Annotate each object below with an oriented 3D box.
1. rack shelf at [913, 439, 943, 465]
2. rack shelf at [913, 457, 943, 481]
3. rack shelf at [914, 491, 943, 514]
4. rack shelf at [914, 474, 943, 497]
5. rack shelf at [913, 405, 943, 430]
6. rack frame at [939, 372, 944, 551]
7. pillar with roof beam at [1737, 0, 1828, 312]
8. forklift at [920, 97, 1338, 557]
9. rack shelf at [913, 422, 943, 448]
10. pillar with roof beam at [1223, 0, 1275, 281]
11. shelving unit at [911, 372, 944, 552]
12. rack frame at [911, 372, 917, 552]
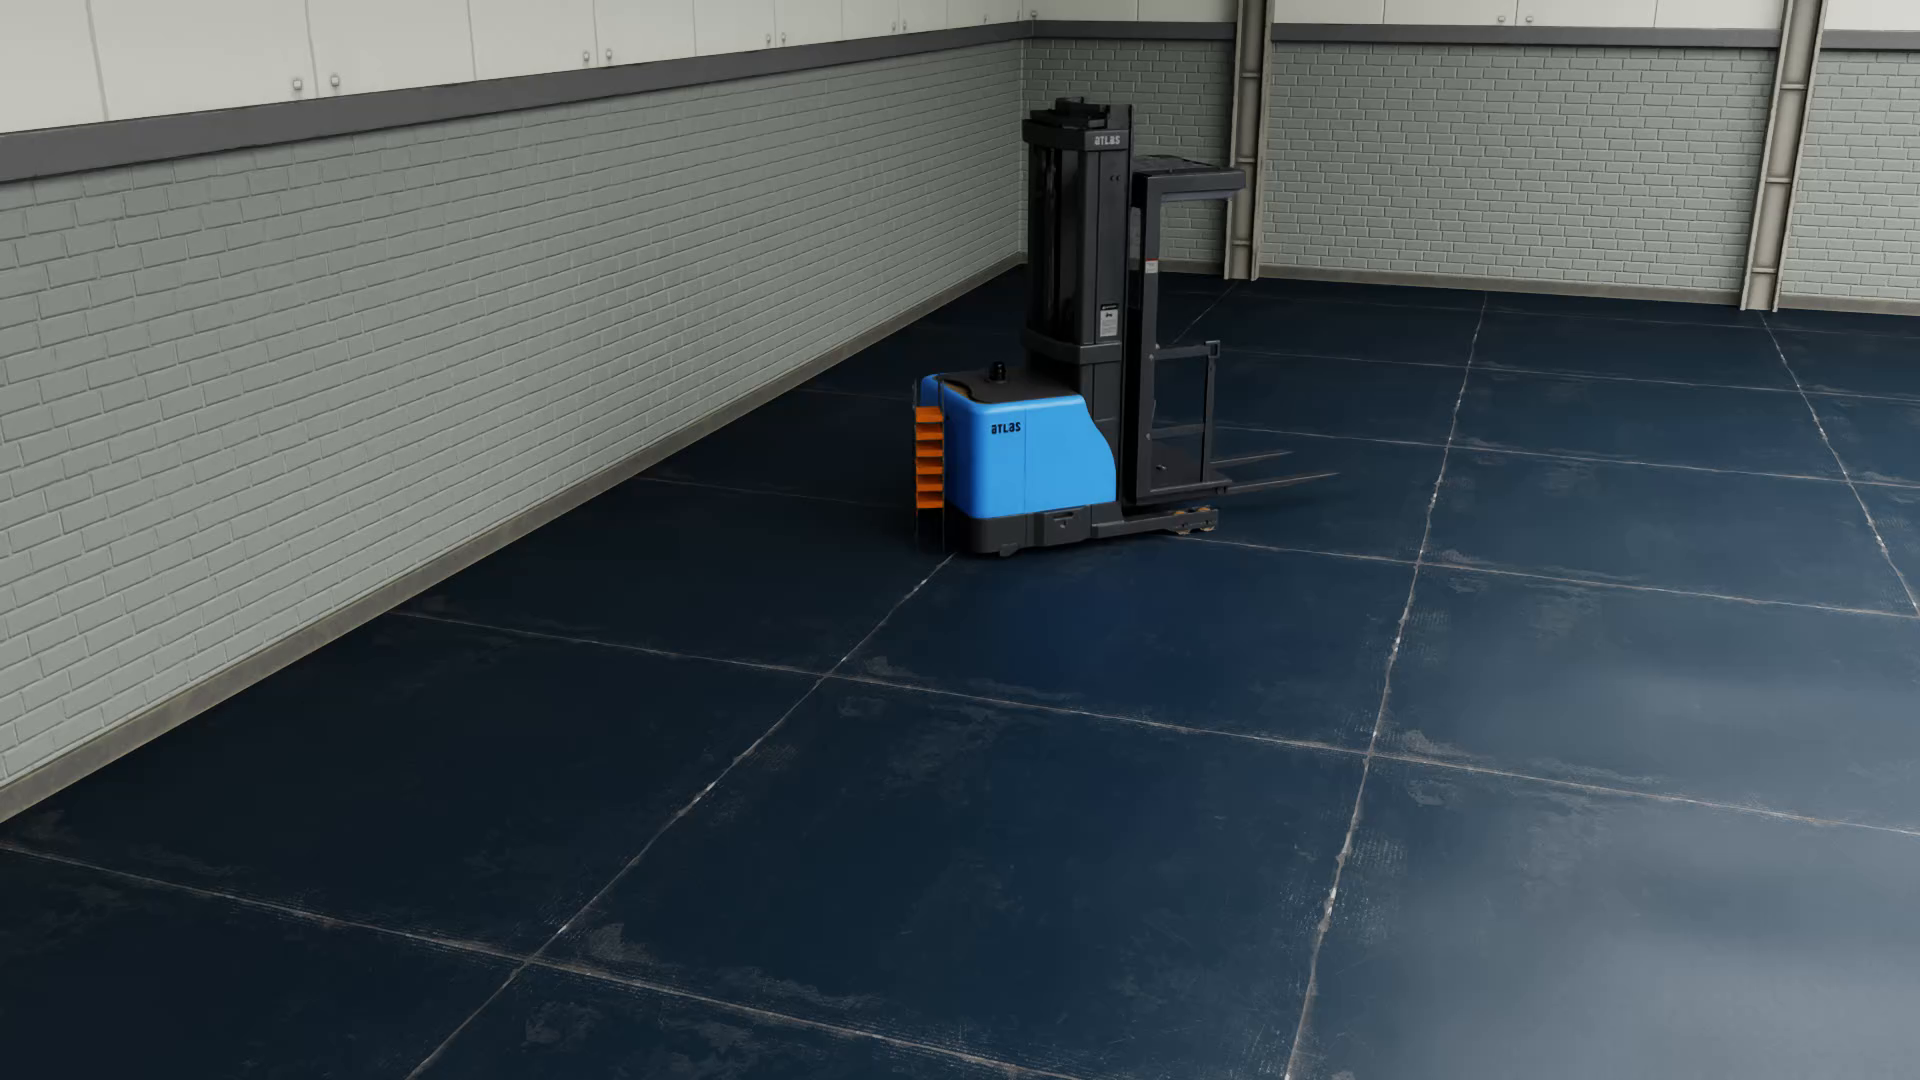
[{"bbox_3d":[-0.217,-0.595,11.230,0.180,0.103,0.258,-2,19,-7],"label":"rack shelf"},{"bbox_3d":[-0.217,-0.482,11.270,0.180,0.103,0.258,-2,19,-7],"label":"rack shelf"},{"bbox_3d":[-0.217,-0.255,11.349,0.180,0.103,0.258,-2,19,-7],"label":"rack shelf"},{"bbox_3d":[-0.217,-0.368,11.309,0.180,0.103,0.258,-2,19,-7],"label":"rack shelf"},{"bbox_3d":[-0.217,-0.822,11.151,0.180,0.103,0.258,-2,19,-7],"label":"rack shelf"},{"bbox_3d":[-0.127,-0.527,11.266,0.006,1.200,0.240,-2,19,-7],"label":"rack frame"},{"bbox_3d":[7.830,-5.596,13.959,0.400,9.000,9.100,7,20,18],"label":"pillar with roof beam"},{"bbox_3d":[1.278,-1.570,11.628,3.031,2.935,1.130,-8,21,-22],"label":"forklift"},{"bbox_3d":[-0.217,-0.708,11.191,0.180,0.103,0.258,-2,19,-7],"label":"rack shelf"},{"bbox_3d":[2.162,-6.244,15.819,0.400,9.000,9.100,7,20,18],"label":"pillar with roof beam"},{"bbox_3d":[-0.217,-0.524,11.255,0.189,1.200,0.258,-2,19,-7],"label":"shelving unit"},{"bbox_3d":[-0.308,-0.520,11.244,0.006,1.200,0.240,-2,19,-7],"label":"rack frame"}]
